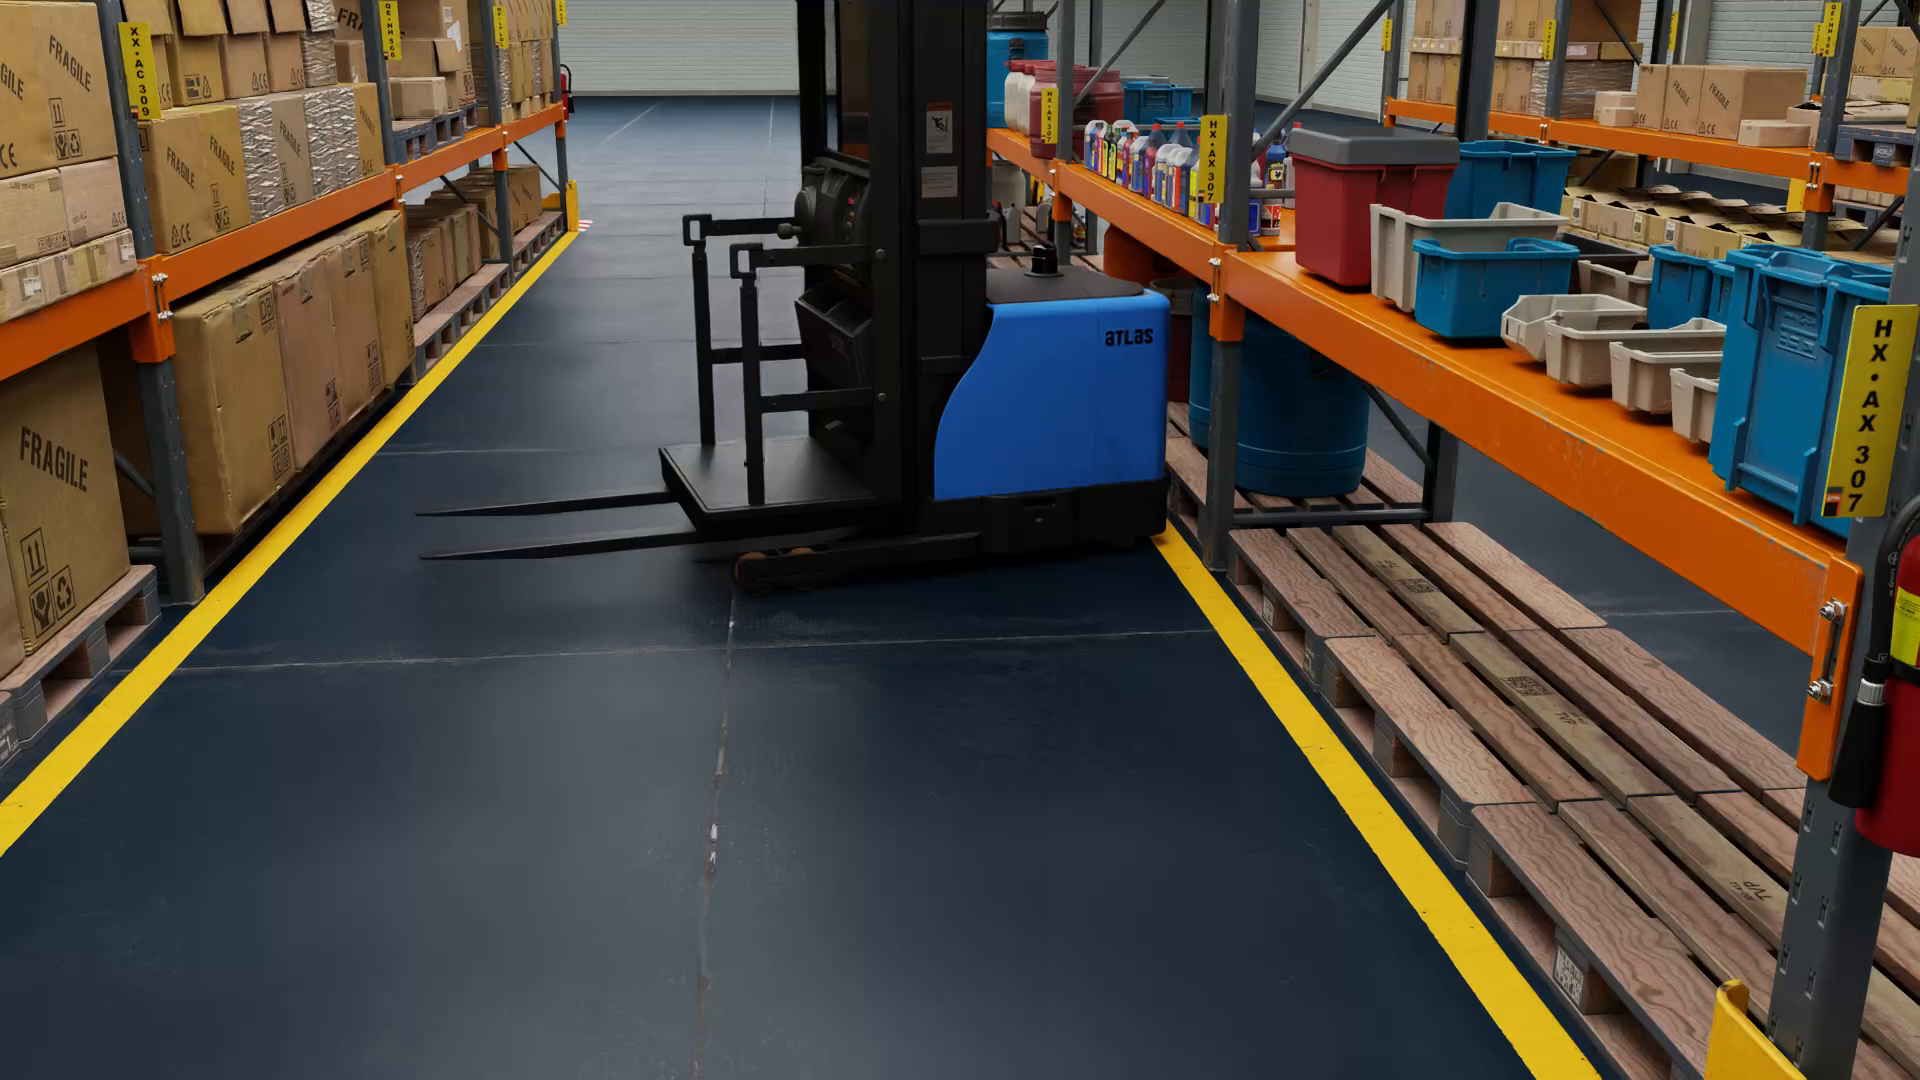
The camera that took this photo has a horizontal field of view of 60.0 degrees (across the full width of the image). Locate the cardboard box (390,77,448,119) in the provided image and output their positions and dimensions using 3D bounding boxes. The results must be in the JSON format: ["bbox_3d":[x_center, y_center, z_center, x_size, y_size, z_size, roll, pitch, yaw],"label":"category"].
[{"bbox_3d":[-3.780,-3.001,11.277,0.500,0.250,0.500,-2,18,-7],"label":"cardboard box"}]

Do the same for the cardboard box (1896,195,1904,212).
[{"bbox_3d":[10.187,-3.627,17.160,0.700,0.500,0.500,-3,18,-9],"label":"cardboard box"}]

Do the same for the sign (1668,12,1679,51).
[{"bbox_3d":[6.145,-4.397,14.373,0.100,0.325,0.005,-2,18,-6],"label":"sign"}]

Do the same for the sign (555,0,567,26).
[{"bbox_3d":[-4.106,-5.463,17.111,0.100,0.325,0.005,-2,18,-6],"label":"sign"}]

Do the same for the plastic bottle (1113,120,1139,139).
[{"bbox_3d":[0.966,-2.325,9.783,0.152,0.276,0.135,-2,18,-6],"label":"plastic bottle"}]

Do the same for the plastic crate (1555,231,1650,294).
[{"bbox_3d":[1.886,-0.899,5.392,0.437,0.125,0.590,-2,18,-6],"label":"plastic crate"}]

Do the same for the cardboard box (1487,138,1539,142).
[{"bbox_3d":[5.662,-3.852,17.077,0.500,0.500,0.500,-2,18,-6],"label":"cardboard box"}]

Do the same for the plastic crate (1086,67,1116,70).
[{"bbox_3d":[1.033,-3.606,13.549,0.402,0.464,0.583,-2,18,-6],"label":"plastic crate"}]

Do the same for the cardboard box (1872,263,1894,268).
[{"bbox_3d":[5.841,-1.388,10.028,0.500,0.500,0.500,-2,18,-8],"label":"cardboard box"}]

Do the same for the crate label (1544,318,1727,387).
[{"bbox_3d":[1.583,-0.444,3.925,0.396,0.136,0.243,-2,18,-6],"label":"crate label"}]

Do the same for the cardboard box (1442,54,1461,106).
[{"bbox_3d":[5.333,-4.658,16.839,0.700,0.500,0.500,-2,18,-5],"label":"cardboard box"}]

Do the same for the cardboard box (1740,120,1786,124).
[{"bbox_3d":[5.831,-2.929,11.918,0.380,0.149,0.250,0,17,-2],"label":"cardboard box"}]

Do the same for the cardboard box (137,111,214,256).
[{"bbox_3d":[-3.222,-1.366,6.355,0.500,0.500,0.500,-2,18,-5],"label":"cardboard box"}]

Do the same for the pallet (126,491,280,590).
[{"bbox_3d":[-3.577,-0.071,7.051,1.003,0.211,1.213,-2,18,-6],"label":"pallet"}]

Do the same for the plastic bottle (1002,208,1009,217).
[{"bbox_3d":[0.450,-2.873,15.133,0.152,0.276,0.135,-2,18,-6],"label":"plastic bottle"}]

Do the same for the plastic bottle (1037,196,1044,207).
[{"bbox_3d":[0.784,-3.203,16.172,0.061,0.283,0.133,-2,18,-6],"label":"plastic bottle"}]

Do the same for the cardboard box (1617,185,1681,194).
[{"bbox_3d":[5.933,-2.907,14.380,0.500,0.311,0.500,-2,18,-6],"label":"cardboard box"}]

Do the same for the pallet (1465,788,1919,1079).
[{"bbox_3d":[1.870,0.948,3.804,1.003,0.211,1.213,-2,18,-6],"label":"pallet"}]

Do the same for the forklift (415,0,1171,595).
[{"bbox_3d":[-0.696,-1.360,6.615,3.031,2.935,1.130,-6,18,-18],"label":"forklift"}]

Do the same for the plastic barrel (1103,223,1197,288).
[{"bbox_3d":[1.159,-1.538,9.991,0.600,0.830,0.708,-2,18,-6],"label":"plastic barrel"}]

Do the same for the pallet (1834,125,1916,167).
[{"bbox_3d":[6.158,-2.379,10.068,1.213,0.211,1.003,-2,18,-6],"label":"pallet"}]

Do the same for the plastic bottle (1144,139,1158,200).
[{"bbox_3d":[0.945,-1.814,8.144,0.061,0.283,0.133,-2,18,-6],"label":"plastic bottle"}]

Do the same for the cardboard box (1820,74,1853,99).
[{"bbox_3d":[9.855,-4.991,18.284,0.500,0.250,0.500,-2,18,-7],"label":"cardboard box"}]

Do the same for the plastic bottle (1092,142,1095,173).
[{"bbox_3d":[0.809,-2.221,9.574,0.097,0.201,0.097,0,17,0],"label":"plastic bottle"}]

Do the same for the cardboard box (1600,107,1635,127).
[{"bbox_3d":[5.494,-3.472,13.648,0.380,0.149,0.250,-2,18,-6],"label":"cardboard box"}]

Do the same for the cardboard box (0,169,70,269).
[{"bbox_3d":[-3.060,-0.967,5.002,0.500,0.250,0.500,-1,17,-4],"label":"cardboard box"}]

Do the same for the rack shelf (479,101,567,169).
[{"bbox_3d":[-4.454,-3.810,15.506,1.077,0.370,4.000,-2,18,-6],"label":"rack shelf"}]

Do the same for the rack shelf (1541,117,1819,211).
[{"bbox_3d":[5.812,-2.923,12.681,1.077,0.370,4.000,-2,18,-6],"label":"rack shelf"}]

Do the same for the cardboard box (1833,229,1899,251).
[{"bbox_3d":[6.257,-1.992,11.467,0.500,0.311,0.500,-1,17,-4],"label":"cardboard box"}]

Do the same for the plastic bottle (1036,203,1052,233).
[{"bbox_3d":[0.800,-3.045,15.681,0.152,0.276,0.135,-2,18,-6],"label":"plastic bottle"}]

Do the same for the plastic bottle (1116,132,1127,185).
[{"bbox_3d":[0.884,-2.037,8.871,0.097,0.271,0.097,0,17,0],"label":"plastic bottle"}]

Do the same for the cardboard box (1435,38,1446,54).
[{"bbox_3d":[5.098,-5.059,17.035,0.380,0.149,0.250,-2,18,-6],"label":"cardboard box"}]

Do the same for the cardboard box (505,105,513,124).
[{"bbox_3d":[-3.984,-3.586,14.010,0.380,0.149,0.250,-2,18,-6],"label":"cardboard box"}]

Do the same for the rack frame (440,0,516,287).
[{"bbox_3d":[-4.248,-3.557,13.500,1.000,3.000,0.127,-2,18,-6],"label":"rack frame"}]

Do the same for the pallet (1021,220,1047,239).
[{"bbox_3d":[0.522,-2.946,16.207,1.003,0.211,1.213,-2,18,-6],"label":"pallet"}]

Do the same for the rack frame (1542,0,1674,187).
[{"bbox_3d":[5.606,-3.862,14.472,1.000,3.000,0.127,-2,18,-6],"label":"rack frame"}]

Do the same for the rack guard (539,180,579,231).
[{"bbox_3d":[-4.653,-3.534,17.599,1.175,0.500,0.348,-2,18,-6],"label":"rack guard"}]

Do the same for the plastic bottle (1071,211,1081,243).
[{"bbox_3d":[1.021,-2.825,14.980,0.152,0.276,0.135,-1,17,-4],"label":"plastic bottle"}]

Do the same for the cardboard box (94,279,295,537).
[{"bbox_3d":[-3.509,-0.551,6.769,1.225,0.875,0.875,-2,18,-5],"label":"cardboard box"}]

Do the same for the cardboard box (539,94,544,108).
[{"bbox_3d":[-4.313,-4.328,16.376,0.380,0.149,0.250,-2,18,-6],"label":"cardboard box"}]

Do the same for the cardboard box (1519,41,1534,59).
[{"bbox_3d":[5.312,-4.446,15.080,0.380,0.149,0.250,-2,18,-7],"label":"cardboard box"}]

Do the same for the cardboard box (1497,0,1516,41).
[{"bbox_3d":[5.449,-4.961,15.638,0.700,0.500,0.500,-2,18,-6],"label":"cardboard box"}]

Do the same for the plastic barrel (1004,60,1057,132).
[{"bbox_3d":[0.559,-3.483,13.038,0.433,0.535,0.433,0,17,0],"label":"plastic barrel"}]

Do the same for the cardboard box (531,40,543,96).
[{"bbox_3d":[-4.452,-4.478,15.771,0.875,0.500,0.500,-2,18,-6],"label":"cardboard box"}]

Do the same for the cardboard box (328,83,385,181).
[{"bbox_3d":[-3.538,-2.274,9.245,0.500,0.500,0.500,-1,17,-4],"label":"cardboard box"}]

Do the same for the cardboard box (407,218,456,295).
[{"bbox_3d":[-4.117,-2.082,12.239,0.700,0.500,0.500,-3,18,-10],"label":"cardboard box"}]

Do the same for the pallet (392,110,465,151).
[{"bbox_3d":[-4.080,-2.863,11.608,1.003,0.211,1.213,-2,18,-6],"label":"pallet"}]

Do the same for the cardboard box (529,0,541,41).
[{"bbox_3d":[-4.252,-4.962,15.641,0.500,0.500,0.500,-2,18,-6],"label":"cardboard box"}]

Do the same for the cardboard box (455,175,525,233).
[{"bbox_3d":[-4.471,-3.206,15.854,0.500,0.500,0.500,0,17,0],"label":"cardboard box"}]

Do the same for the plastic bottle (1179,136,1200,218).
[{"bbox_3d":[1.064,-1.622,7.419,0.144,0.351,0.185,-2,18,-6],"label":"plastic bottle"}]

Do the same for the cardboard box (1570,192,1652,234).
[{"bbox_3d":[5.447,-2.738,13.844,0.500,0.311,0.500,-2,18,-6],"label":"cardboard box"}]
